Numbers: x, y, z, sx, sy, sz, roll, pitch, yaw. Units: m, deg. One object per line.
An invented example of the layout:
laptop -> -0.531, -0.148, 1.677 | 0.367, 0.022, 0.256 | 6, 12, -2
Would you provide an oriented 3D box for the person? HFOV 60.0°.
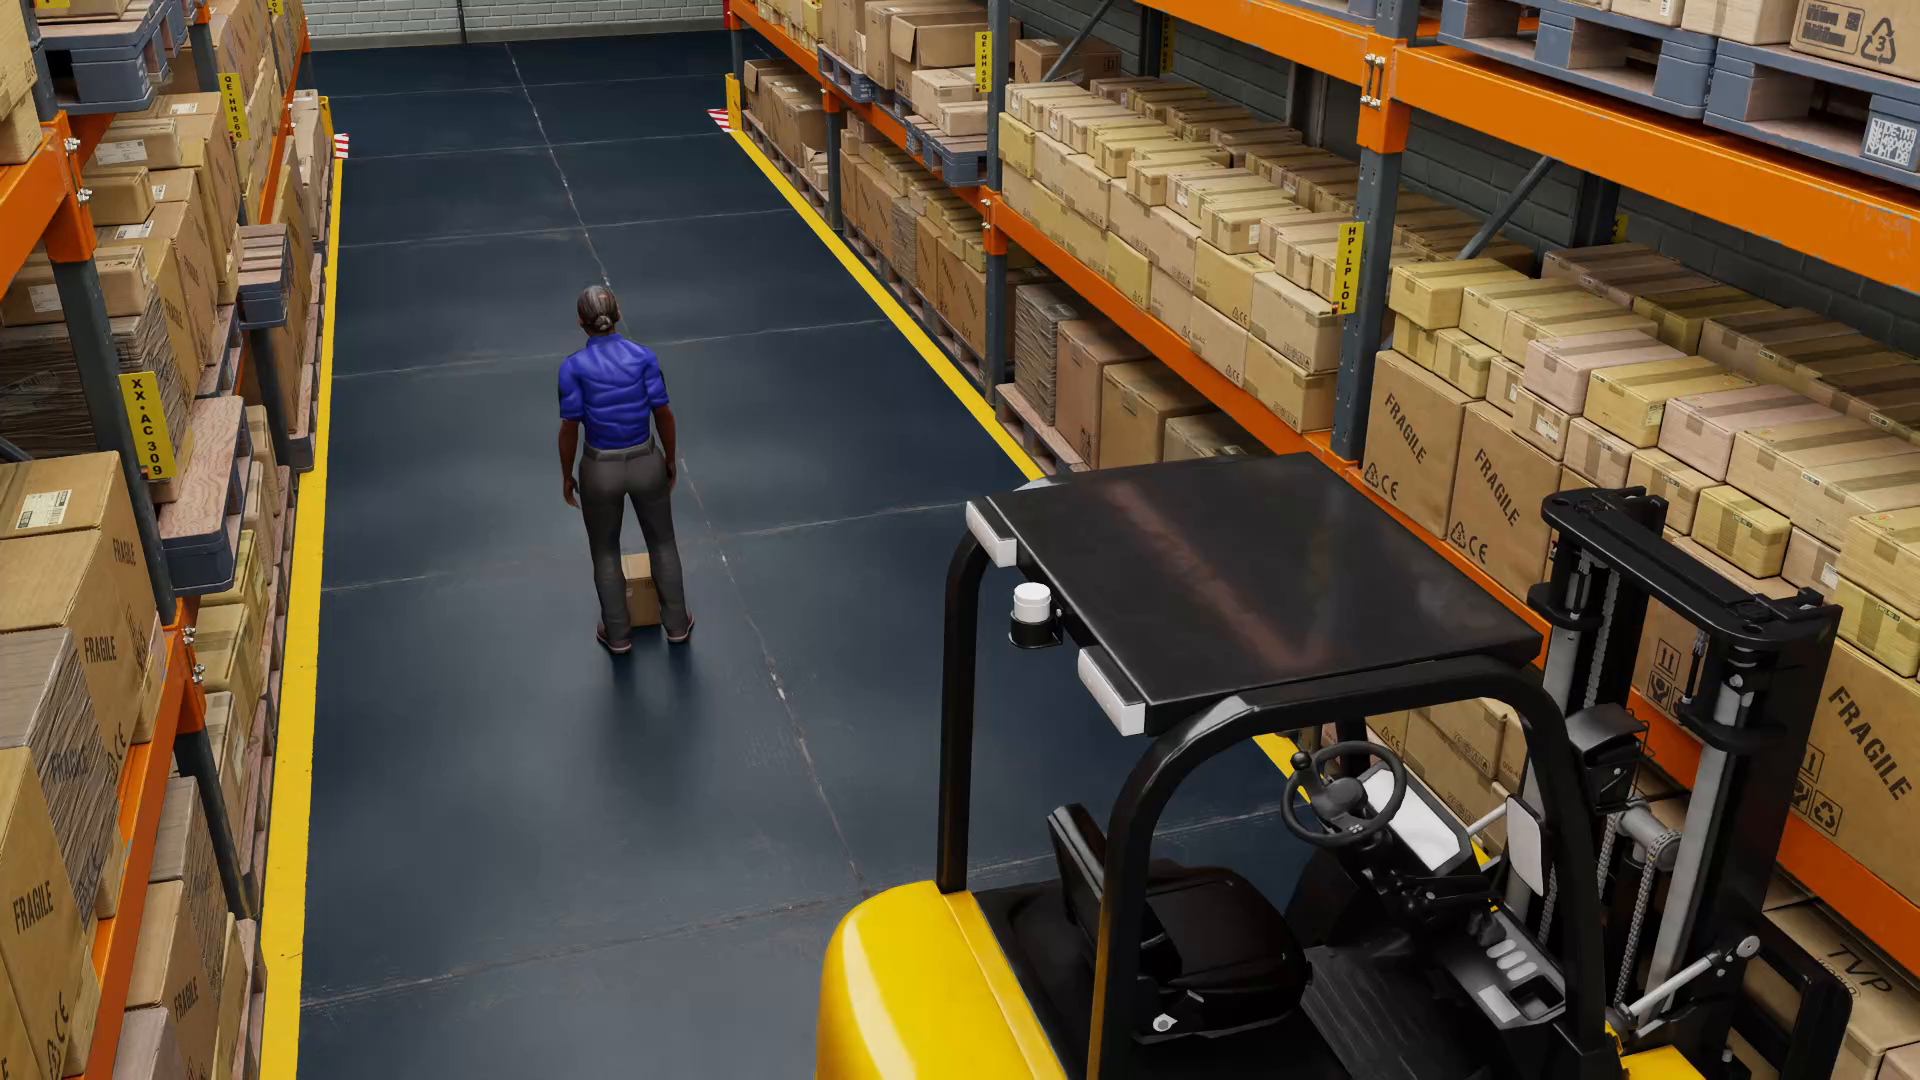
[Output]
person -> -1.458, -0.294, 7.209 | 0.531, 1.656, 0.346 | -10, 28, -19
